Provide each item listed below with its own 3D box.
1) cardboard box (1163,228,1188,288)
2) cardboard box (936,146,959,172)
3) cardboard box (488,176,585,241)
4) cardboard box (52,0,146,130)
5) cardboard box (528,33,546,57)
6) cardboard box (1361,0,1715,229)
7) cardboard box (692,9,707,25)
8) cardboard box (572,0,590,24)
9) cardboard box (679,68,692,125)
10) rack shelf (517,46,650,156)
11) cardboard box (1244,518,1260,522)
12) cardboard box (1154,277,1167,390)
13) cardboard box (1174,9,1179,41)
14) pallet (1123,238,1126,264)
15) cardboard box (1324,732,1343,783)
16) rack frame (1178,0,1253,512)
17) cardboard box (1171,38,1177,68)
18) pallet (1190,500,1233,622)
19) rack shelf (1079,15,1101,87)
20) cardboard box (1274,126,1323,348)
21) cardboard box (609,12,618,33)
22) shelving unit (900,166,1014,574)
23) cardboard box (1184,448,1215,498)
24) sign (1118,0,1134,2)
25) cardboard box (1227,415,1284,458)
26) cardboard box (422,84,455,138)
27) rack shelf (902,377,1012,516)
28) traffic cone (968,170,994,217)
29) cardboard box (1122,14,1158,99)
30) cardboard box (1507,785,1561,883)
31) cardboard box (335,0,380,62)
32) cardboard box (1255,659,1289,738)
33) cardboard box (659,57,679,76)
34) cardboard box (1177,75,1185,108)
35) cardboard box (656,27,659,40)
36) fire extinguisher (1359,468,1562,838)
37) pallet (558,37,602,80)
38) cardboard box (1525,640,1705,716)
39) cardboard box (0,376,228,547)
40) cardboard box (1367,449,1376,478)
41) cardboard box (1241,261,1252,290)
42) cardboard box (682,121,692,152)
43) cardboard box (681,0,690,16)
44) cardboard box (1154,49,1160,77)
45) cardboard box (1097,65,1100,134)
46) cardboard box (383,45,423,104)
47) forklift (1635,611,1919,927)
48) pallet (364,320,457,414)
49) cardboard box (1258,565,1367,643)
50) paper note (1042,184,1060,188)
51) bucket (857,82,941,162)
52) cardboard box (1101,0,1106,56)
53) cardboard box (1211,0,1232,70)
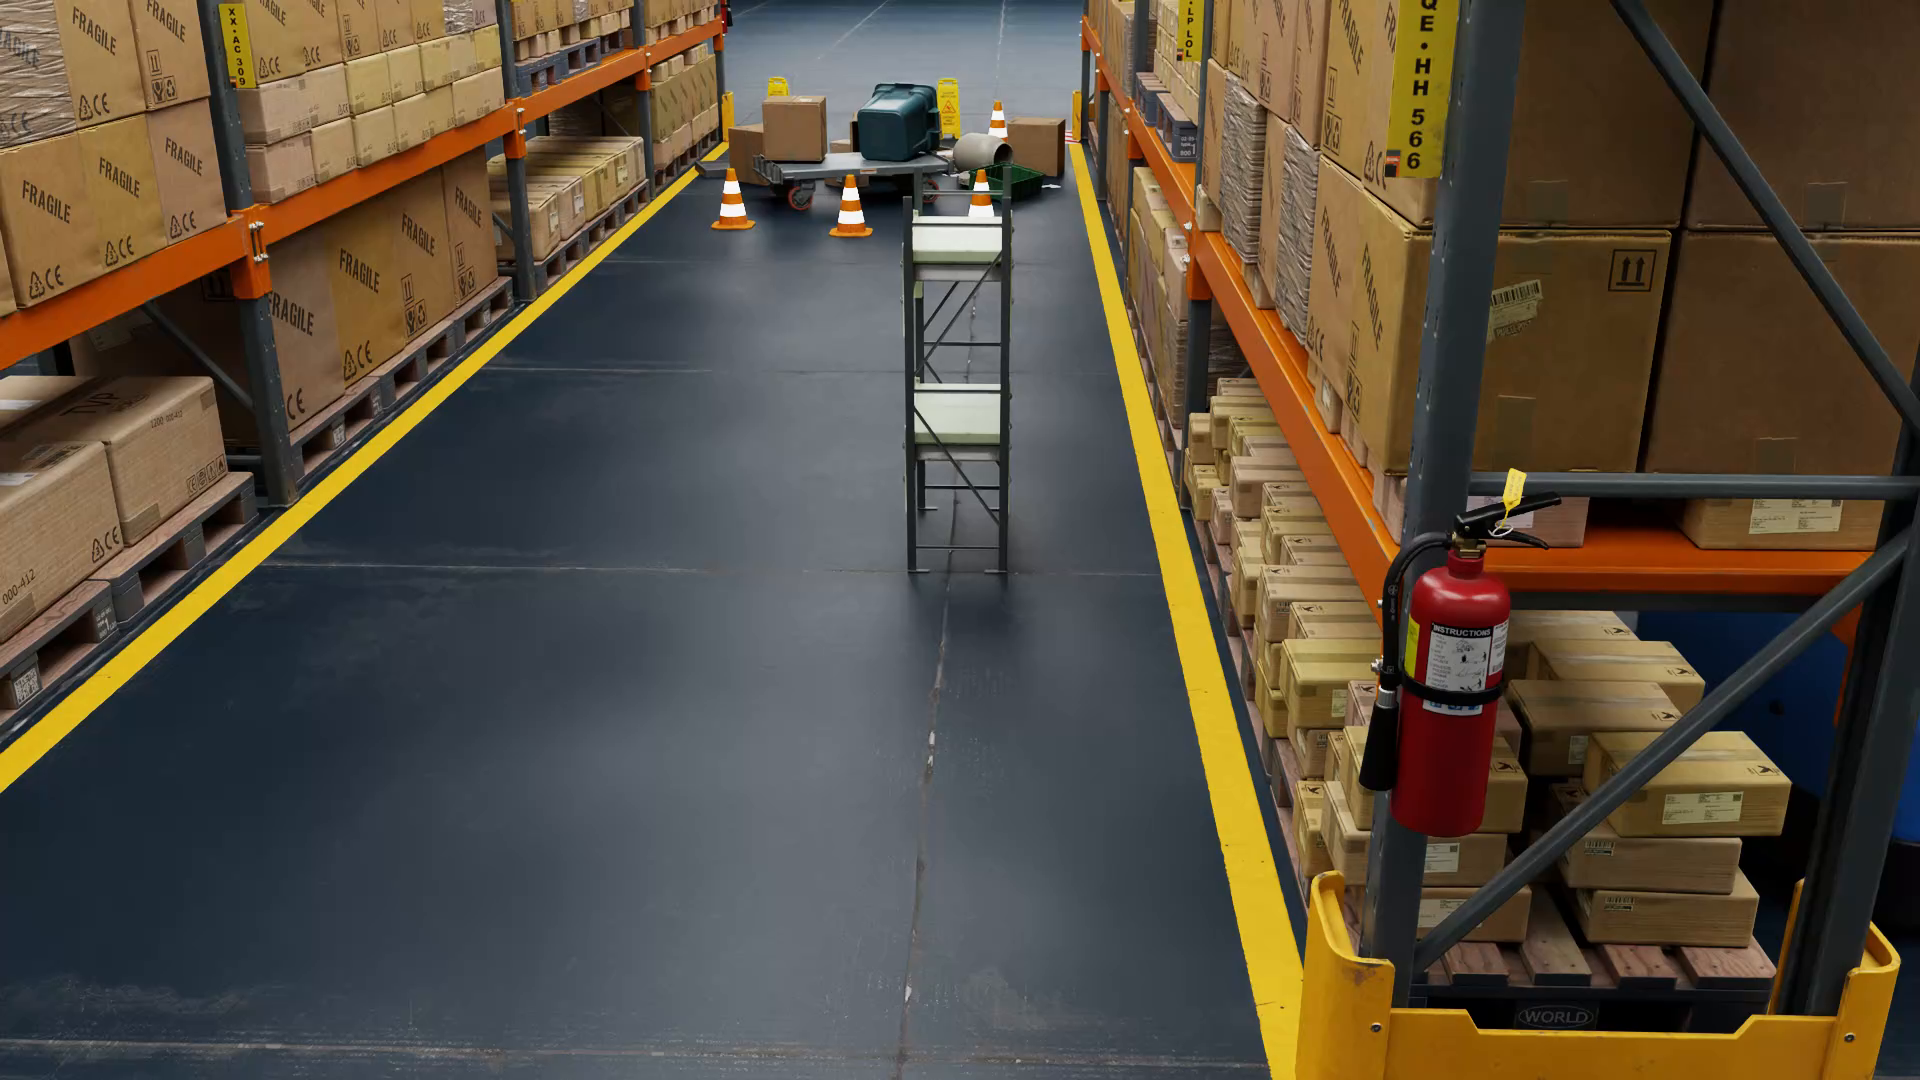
[{"bbox_3d":[1.277,-1.378,8.273,0.500,0.250,0.500,2,21,4],"label":"cardboard box"},{"bbox_3d":[-0.067,-3.800,16.456,0.396,0.266,0.258,4,22,11],"label":"cardboard box"},{"bbox_3d":[-3.309,-2.447,12.240,0.950,0.372,0.625,0,21,1],"label":"cardboard box"},{"bbox_3d":[-3.234,-1.714,5.780,0.500,0.500,0.500,0,21,1],"label":"cardboard box"},{"bbox_3d":[-3.059,-3.399,11.410,0.380,0.149,0.250,-1,21,-2],"label":"cardboard box"},{"bbox_3d":[1.122,-0.914,3.306,0.500,0.500,0.500,0,21,1],"label":"cardboard box"},{"bbox_3d":[-2.809,-5.364,17.054,0.380,0.149,0.250,1,21,3],"label":"cardboard box"},{"bbox_3d":[-3.065,-4.107,12.338,0.500,0.500,0.500,0,21,0],"label":"cardboard box"},{"bbox_3d":[-2.919,-4.306,16.164,0.500,0.500,0.500,2,21,4],"label":"cardboard box"},{"bbox_3d":[-3.290,-3.393,12.620,1.077,0.370,4.000,1,21,2],"label":"rack shelf"},{"bbox_3d":[1.215,-0.041,5.936,0.380,0.149,0.250,2,21,4],"label":"cardboard box"},{"bbox_3d":[1.265,-1.027,8.404,0.500,0.500,0.500,0,21,0],"label":"cardboard box"},{"bbox_3d":[1.360,-2.798,9.039,0.380,0.149,0.250,2,21,4],"label":"cardboard box"},{"bbox_3d":[1.699,-1.971,11.817,1.003,0.211,1.213,1,21,2],"label":"pallet"},{"bbox_3d":[1.149,0.612,4.253,0.380,0.149,0.250,0,21,0],"label":"cardboard box"},{"bbox_3d":[1.478,-1.541,6.853,1.000,3.000,0.127,1,21,2],"label":"rack frame"},{"bbox_3d":[1.358,-2.656,9.082,0.380,0.149,0.250,1,21,2],"label":"cardboard box"},{"bbox_3d":[1.493,0.003,6.730,1.003,0.211,1.213,1,21,2],"label":"pallet"},{"bbox_3d":[1.782,-4.821,16.301,1.077,0.370,4.000,1,21,2],"label":"rack shelf"},{"bbox_3d":[1.140,-0.815,4.432,0.500,0.500,0.500,1,21,2],"label":"cardboard box"},{"bbox_3d":[-2.967,-4.152,13.349,0.380,0.149,0.250,0,21,1],"label":"cardboard box"},{"bbox_3d":[0.000,-0.702,6.764,0.431,1.500,0.755,1,21,2],"label":"shelving unit"},{"bbox_3d":[1.146,-0.279,6.962,0.380,0.149,0.250,0,21,-1],"label":"cardboard box"},{"bbox_3d":[1.045,-3.532,10.383,0.100,0.325,0.005,1,21,2],"label":"sign"},{"bbox_3d":[1.235,-0.371,6.378,0.380,0.149,0.250,0,21,1],"label":"cardboard box"},{"bbox_3d":[-3.138,-2.382,9.230,0.500,0.250,0.500,0,21,1],"label":"cardboard box"},{"bbox_3d":[0.000,-0.398,6.882,0.431,0.370,0.720,1,21,2],"label":"rack shelf"},{"bbox_3d":[0.171,-2.782,13.560,0.336,0.463,0.334,1,21,2],"label":"traffic cone"},{"bbox_3d":[1.345,-3.199,10.989,0.500,0.500,0.500,1,21,2],"label":"cardboard box"},{"bbox_3d":[1.619,0.758,4.290,0.380,0.149,0.250,1,21,1],"label":"cardboard box"},{"bbox_3d":[-3.166,-2.593,8.044,0.500,0.500,0.500,0,21,0],"label":"cardboard box"},{"bbox_3d":[1.104,0.475,5.018,0.380,0.149,0.250,0,21,-1],"label":"cardboard box"},{"bbox_3d":[-2.864,-4.458,15.658,0.380,0.149,0.250,1,21,4],"label":"cardboard box"},{"bbox_3d":[1.337,-2.332,8.660,0.380,0.149,0.250,0,21,0],"label":"cardboard box"},{"bbox_3d":[-2.966,-4.633,15.169,0.380,0.149,0.250,1,21,1],"label":"cardboard box"},{"bbox_3d":[0.888,0.202,2.985,0.296,0.674,0.183,1,21,2],"label":"fire extinguisher"},{"bbox_3d":[-3.332,-3.632,12.507,1.003,0.211,1.213,1,21,2],"label":"pallet"},{"bbox_3d":[1.736,0.385,4.427,0.380,0.149,0.250,1,21,1],"label":"cardboard box"},{"bbox_3d":[-3.599,-0.334,6.704,0.875,0.438,0.875,0,21,1],"label":"cardboard box"},{"bbox_3d":[1.129,-0.188,3.713,0.380,0.149,0.250,1,21,2],"label":"cardboard box"},{"bbox_3d":[1.166,-0.945,5.664,0.380,0.149,0.250,1,21,3],"label":"cardboard box"},{"bbox_3d":[-2.923,-3.960,16.309,0.500,0.250,0.500,0,21,1],"label":"cardboard box"},{"bbox_3d":[-2.921,-5.338,16.091,0.500,0.500,0.500,1,21,2],"label":"cardboard box"},{"bbox_3d":[1.385,-2.906,10.138,0.380,0.149,0.250,0,21,1],"label":"cardboard box"},{"bbox_3d":[1.864,-4.521,16.890,0.875,0.875,0.875,0,21,1],"label":"cardboard box"},{"bbox_3d":[-3.134,-2.432,8.665,0.500,0.250,0.500,0,21,0],"label":"cardboard box"},{"bbox_3d":[3.554,-0.688,4.750,3.031,2.935,1.130,-9,23,-22],"label":"forklift"},{"bbox_3d":[-3.490,-0.981,9.264,1.003,0.211,1.213,1,21,2],"label":"pallet"},{"bbox_3d":[1.089,0.192,4.927,0.380,0.149,0.250,1,21,4],"label":"cardboard box"},{"bbox_3d":[0.837,-3.302,15.497,0.147,0.020,0.142,-16,26,-35],"label":"paper note"},{"bbox_3d":[-0.579,-3.690,14.817,0.726,0.611,0.620,8,33,20],"label":"bucket"},{"bbox_3d":[1.437,-4.293,13.807,0.500,0.500,0.500,1,21,2],"label":"cardboard box"},{"bbox_3d":[1.221,-2.032,6.186,0.500,0.500,0.500,1,21,3],"label":"cardboard box"}]
